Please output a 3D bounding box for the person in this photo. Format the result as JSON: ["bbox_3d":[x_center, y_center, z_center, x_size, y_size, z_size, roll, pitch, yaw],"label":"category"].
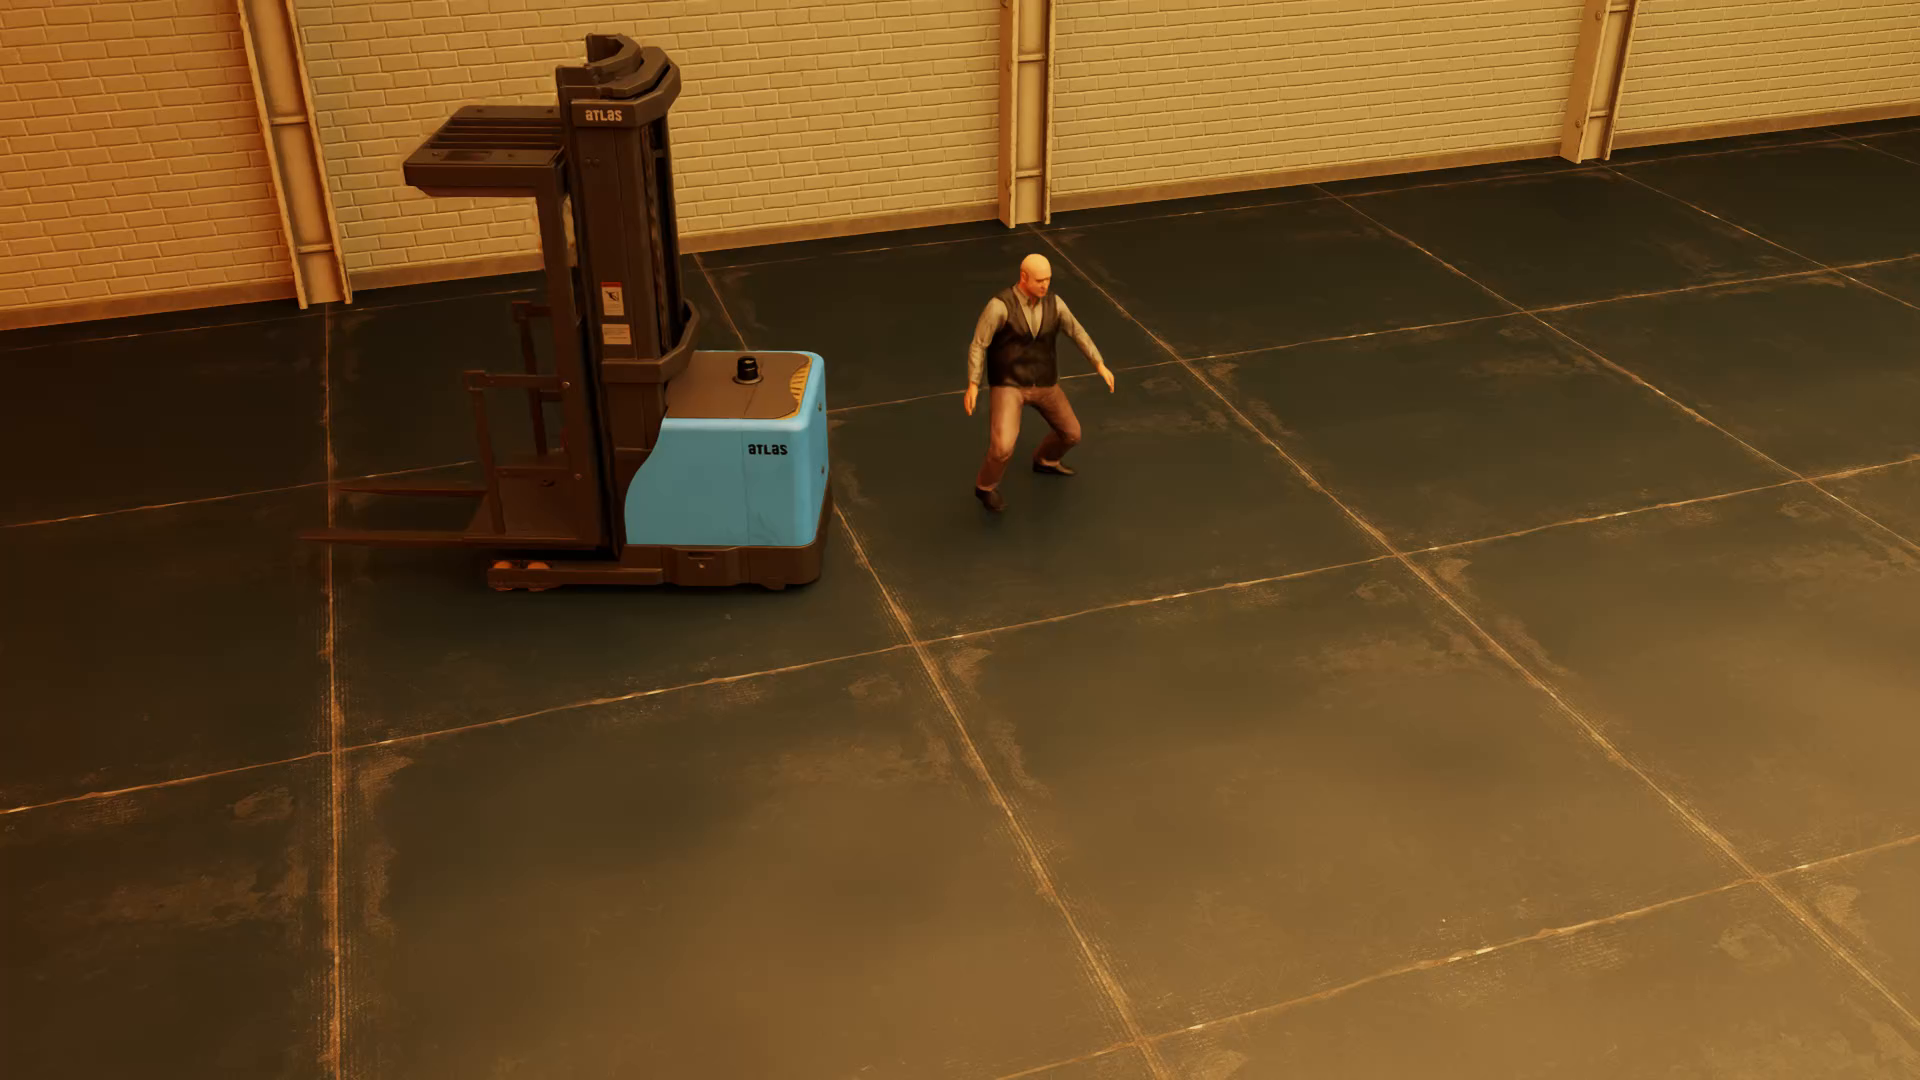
[{"bbox_3d":[0.447,-0.961,10.138,0.937,1.599,0.673,-12,32,-20],"label":"person"}]

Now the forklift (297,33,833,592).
[{"bbox_3d":[-2.312,-1.238,9.238,3.031,2.935,1.130,1,30,1],"label":"forklift"}]
